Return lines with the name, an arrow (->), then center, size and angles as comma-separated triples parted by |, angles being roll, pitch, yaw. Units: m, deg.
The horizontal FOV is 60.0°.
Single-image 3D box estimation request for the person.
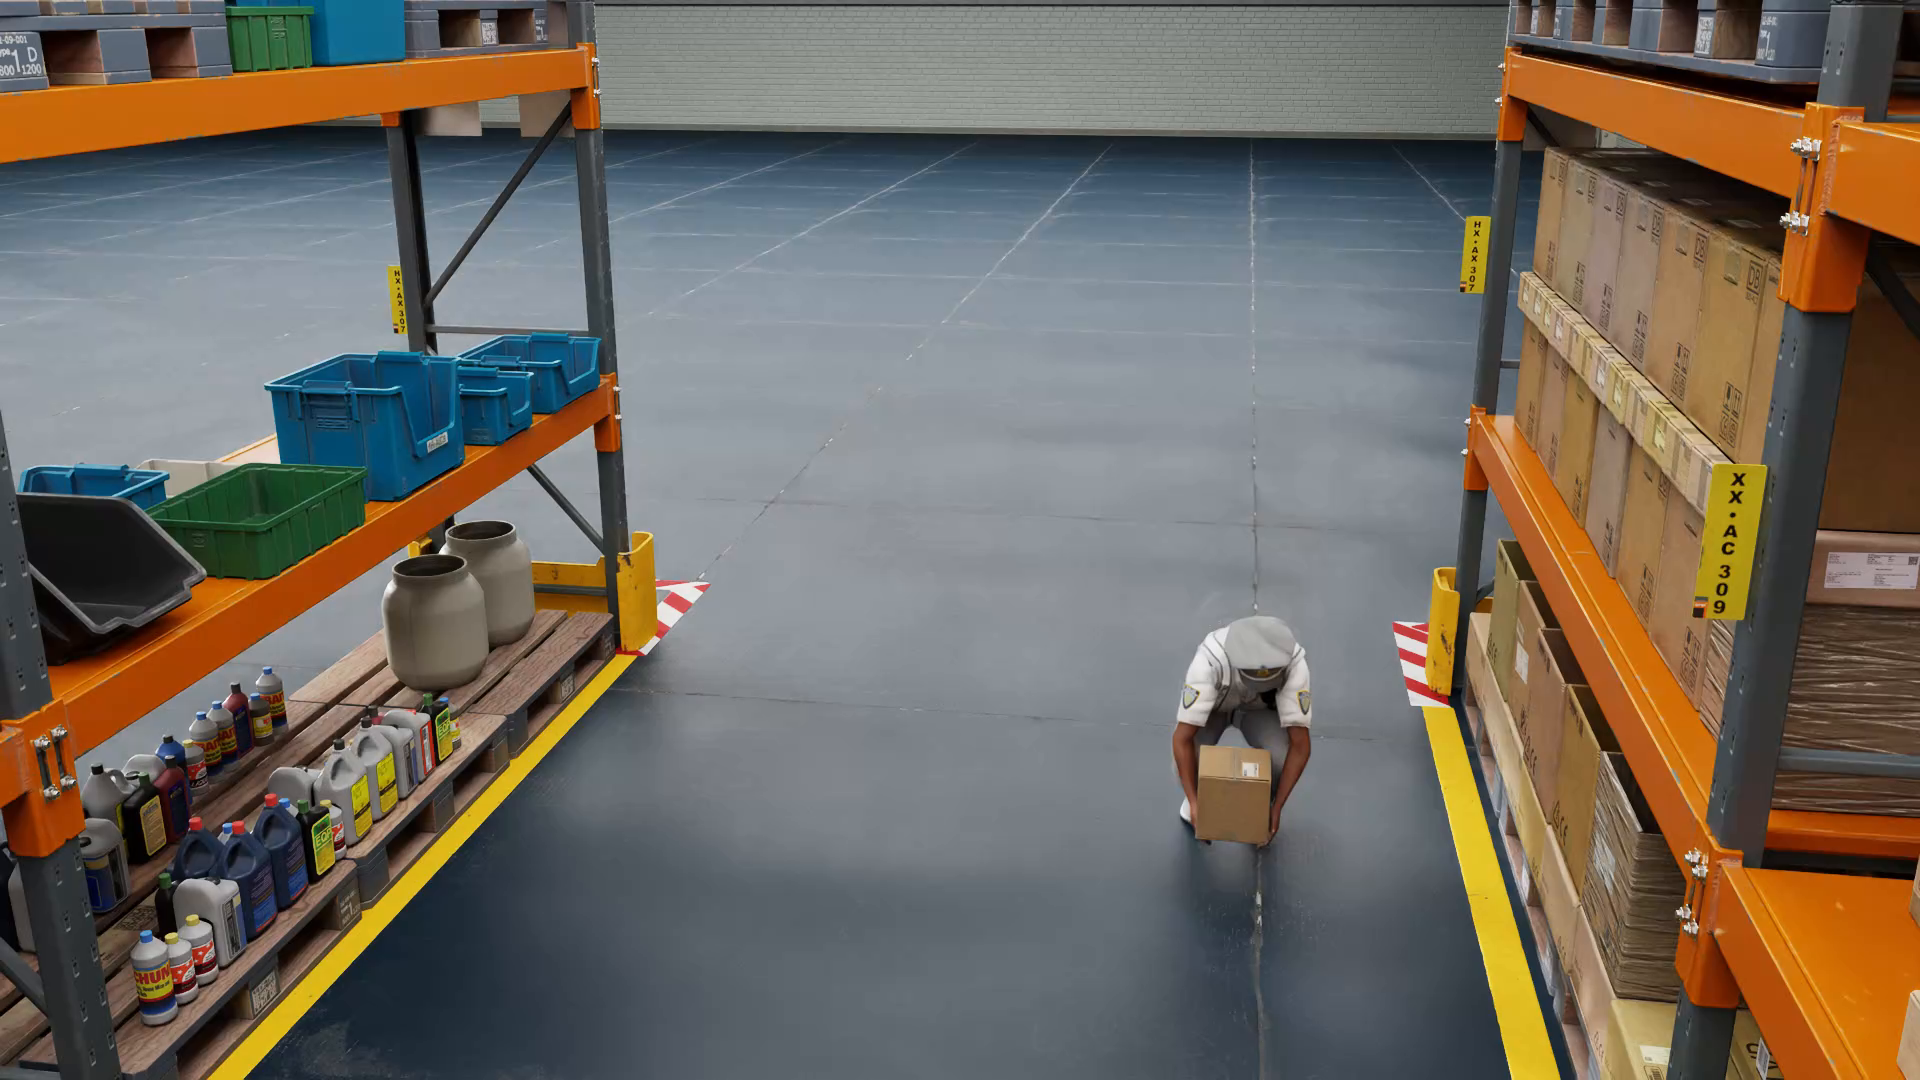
person -> 1.048, 0.663, 6.195 | 0.499, 0.946, 0.848 | 3, 18, 9
